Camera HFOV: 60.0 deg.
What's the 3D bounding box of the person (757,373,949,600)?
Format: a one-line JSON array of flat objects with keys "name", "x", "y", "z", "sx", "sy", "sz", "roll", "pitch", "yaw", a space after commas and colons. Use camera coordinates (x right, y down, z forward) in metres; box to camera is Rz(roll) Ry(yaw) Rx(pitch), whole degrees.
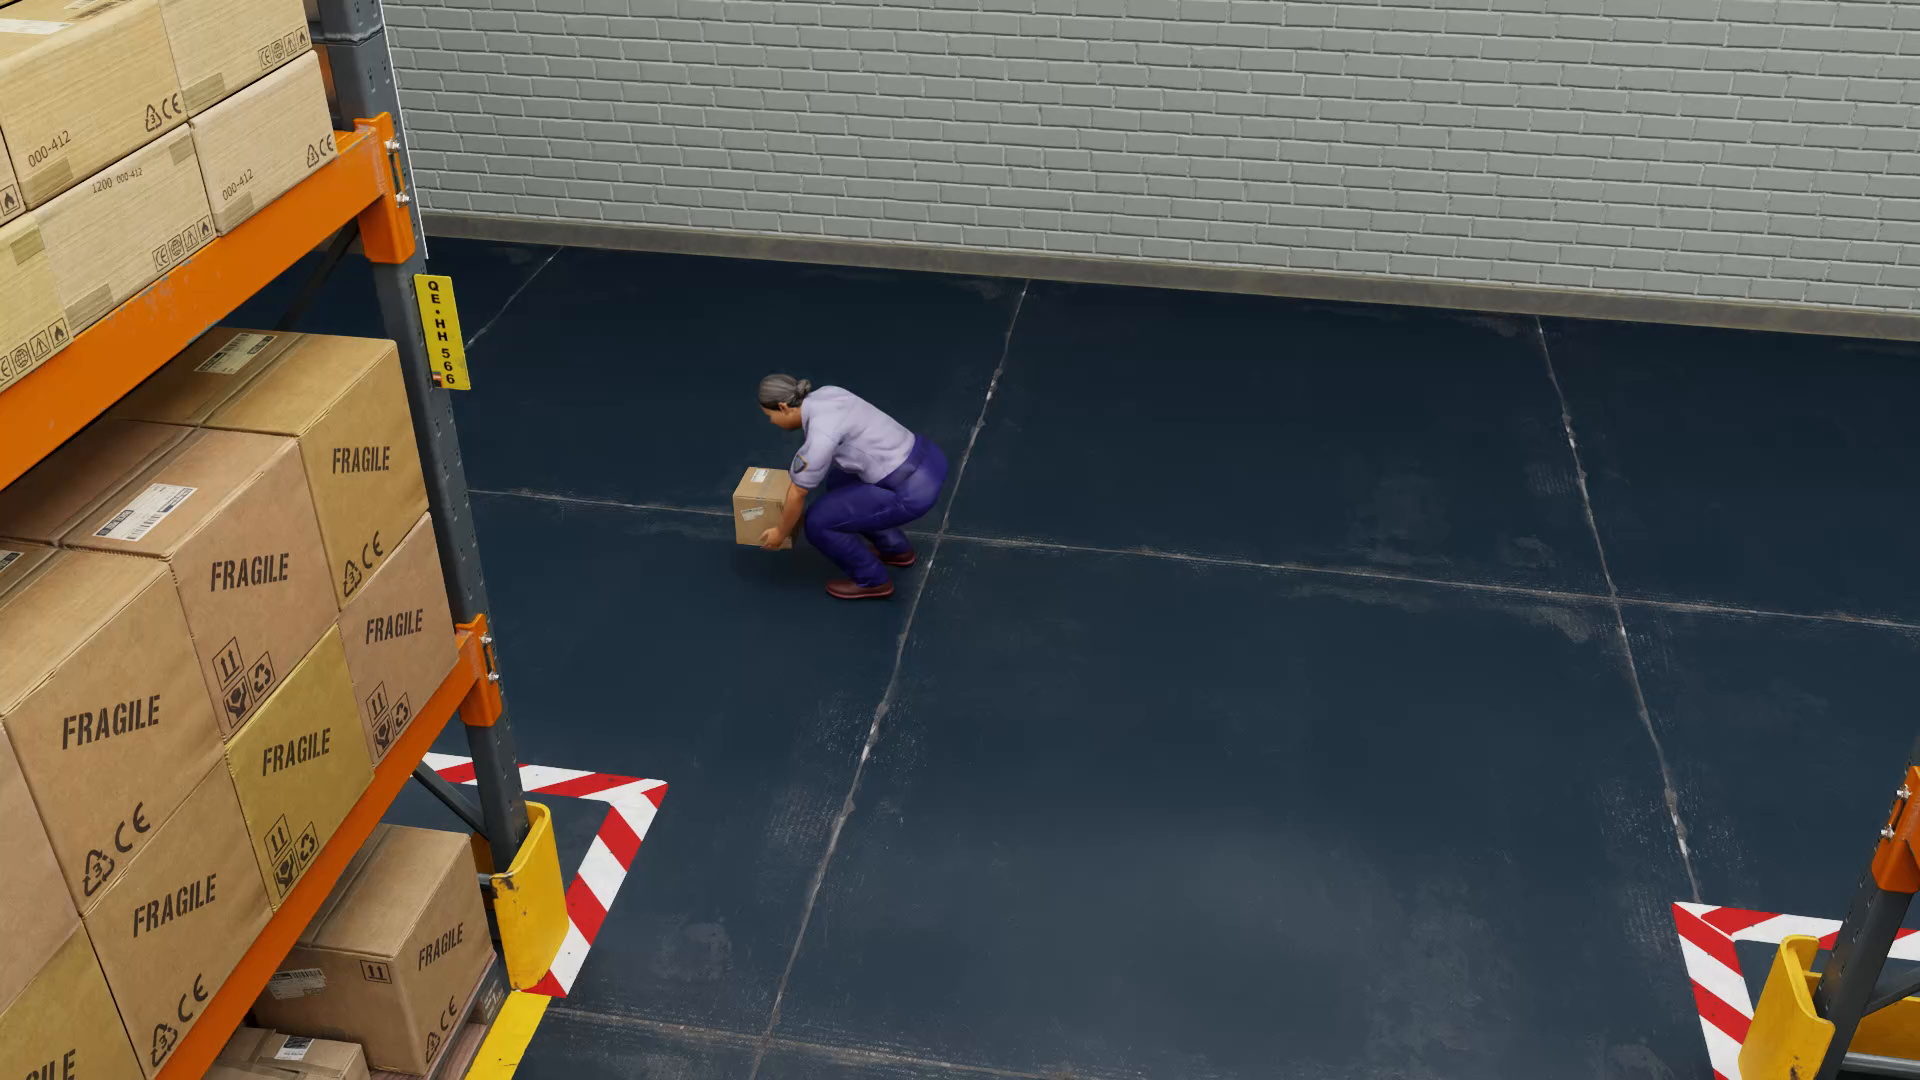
[{"name": "person", "x": -0.462, "y": -0.251, "z": 7.140, "sx": 0.802, "sy": 1.013, "sz": 0.530, "roll": 5, "pitch": 33, "yaw": 8}]
